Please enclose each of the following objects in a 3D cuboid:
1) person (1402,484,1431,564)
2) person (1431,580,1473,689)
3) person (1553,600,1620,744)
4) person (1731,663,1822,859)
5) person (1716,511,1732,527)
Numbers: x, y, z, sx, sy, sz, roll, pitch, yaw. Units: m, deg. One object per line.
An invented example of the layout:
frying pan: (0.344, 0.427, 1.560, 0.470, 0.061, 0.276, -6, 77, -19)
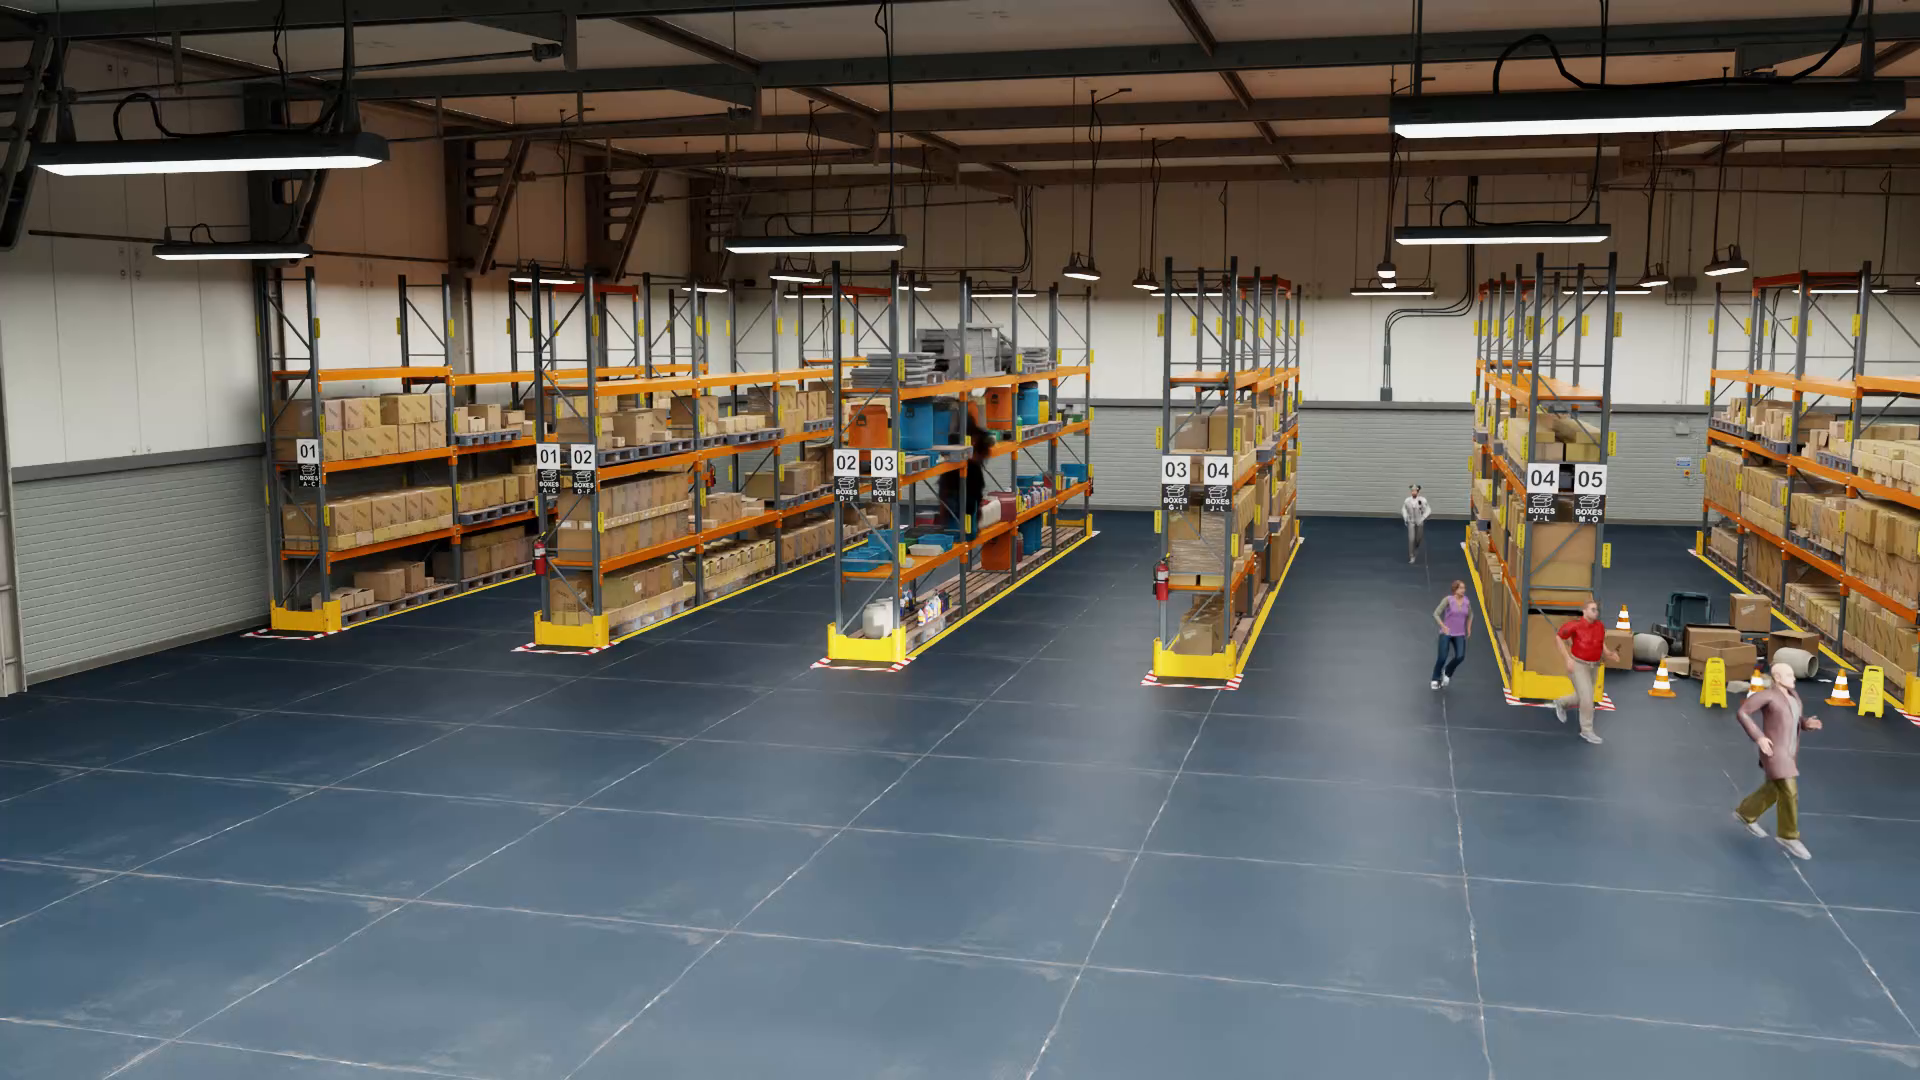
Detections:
person: (9.832, -0.366, 35.856, 0.617, 1.711, 0.701, 3, 8, 21)
person: (6.848, 1.321, 23.041, 0.602, 1.548, 0.542, 0, 7, -1)
person: (7.629, 1.577, 20.506, 0.643, 1.718, 0.905, -3, 8, -25)
person: (7.890, 2.085, 16.080, 0.694, 1.822, 0.877, -5, 9, -36)
person: (17.586, -0.633, 38.040, 0.539, 1.638, 0.821, 6, 9, 37)
